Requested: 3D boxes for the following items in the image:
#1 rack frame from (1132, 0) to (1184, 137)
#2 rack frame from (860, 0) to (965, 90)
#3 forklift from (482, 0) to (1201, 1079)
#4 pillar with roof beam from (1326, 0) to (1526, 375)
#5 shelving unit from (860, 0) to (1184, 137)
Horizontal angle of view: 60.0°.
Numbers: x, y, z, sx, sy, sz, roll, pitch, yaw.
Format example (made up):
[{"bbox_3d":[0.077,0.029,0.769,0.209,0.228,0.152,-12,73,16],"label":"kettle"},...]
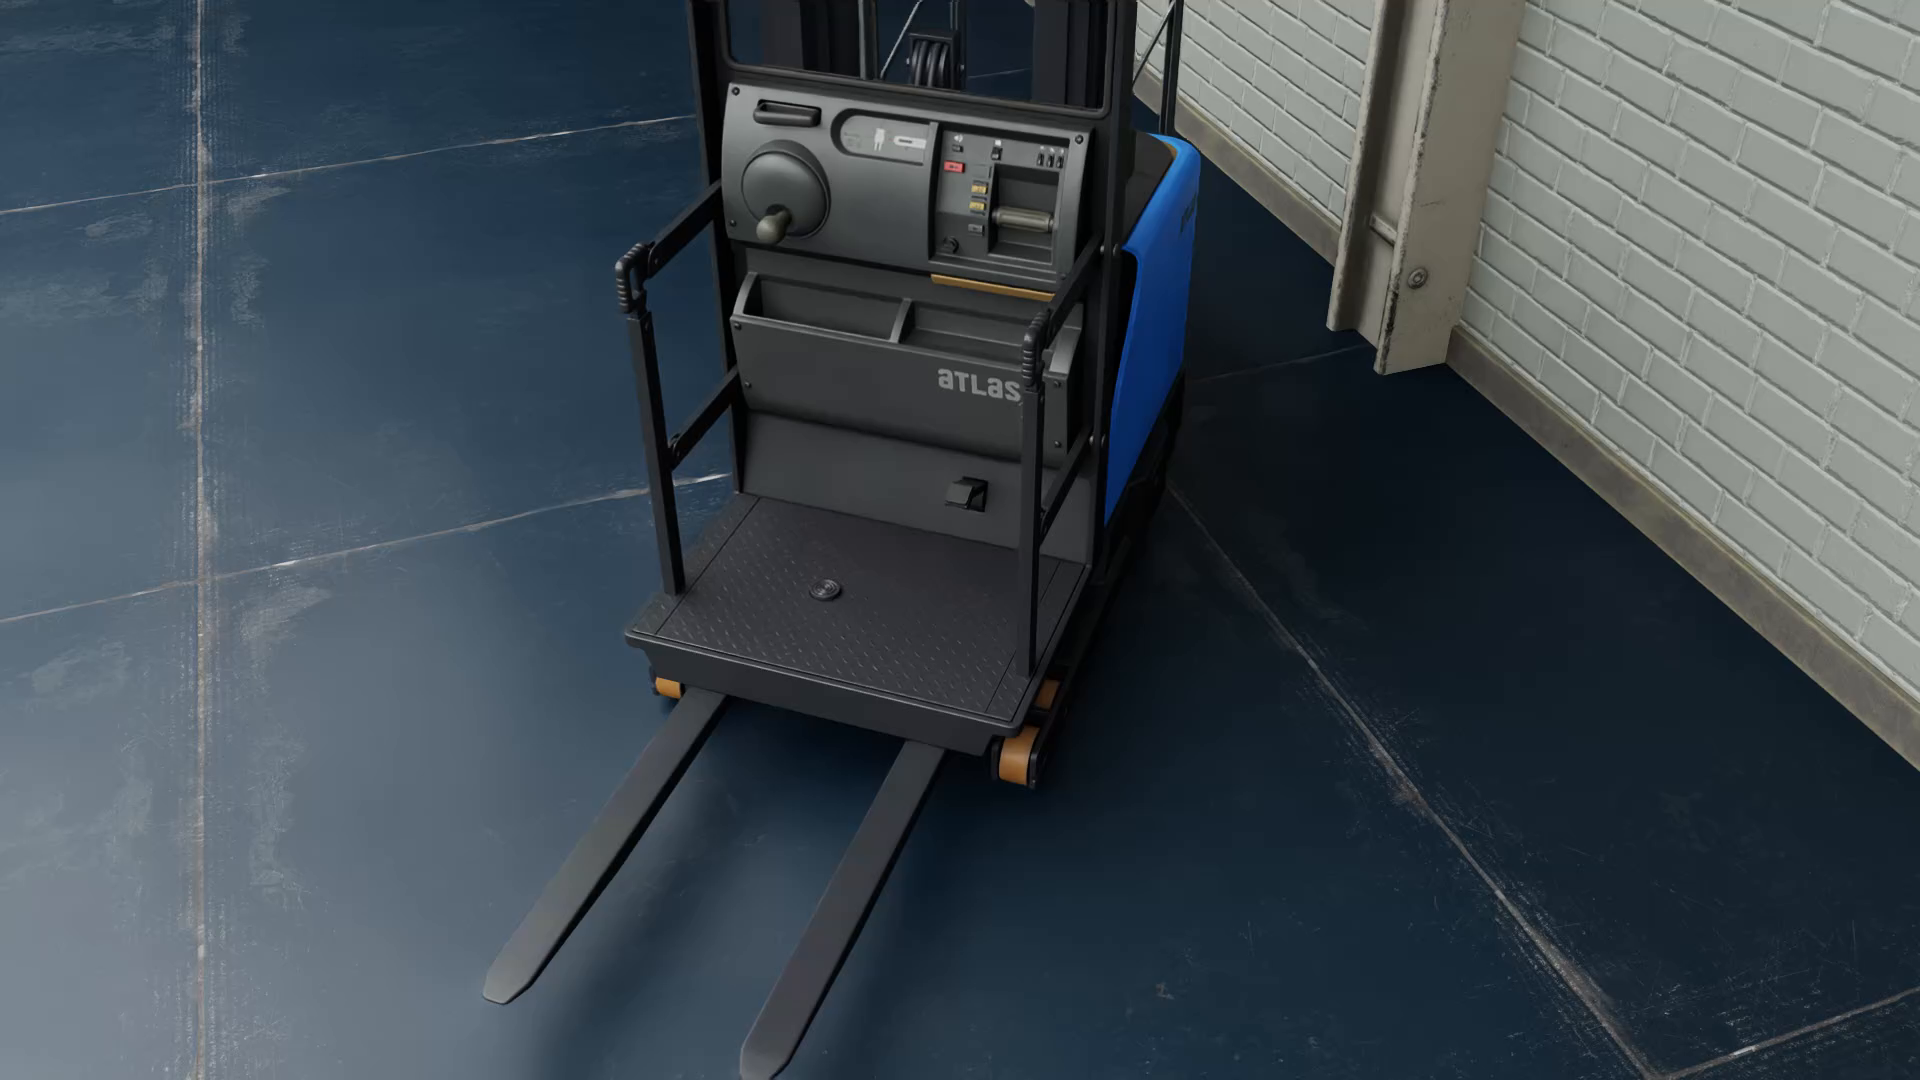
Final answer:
[{"bbox_3d":[0.540,-1.211,5.612,0.500,1.500,0.032,-30,46,-34],"label":"rack frame"},{"bbox_3d":[-0.169,-1.650,6.194,0.500,1.500,0.032,-30,46,-34],"label":"rack frame"},{"bbox_3d":[-0.214,-0.803,3.880,1.130,2.935,3.031,12,39,15],"label":"forklift"},{"bbox_3d":[-2.437,-3.445,2.344,9.100,9.000,0.400,-12,39,-16],"label":"pillar with roof beam"},{"bbox_3d":[0.186,-1.431,5.903,0.538,1.500,1.048,-30,46,-34],"label":"shelving unit"}]
